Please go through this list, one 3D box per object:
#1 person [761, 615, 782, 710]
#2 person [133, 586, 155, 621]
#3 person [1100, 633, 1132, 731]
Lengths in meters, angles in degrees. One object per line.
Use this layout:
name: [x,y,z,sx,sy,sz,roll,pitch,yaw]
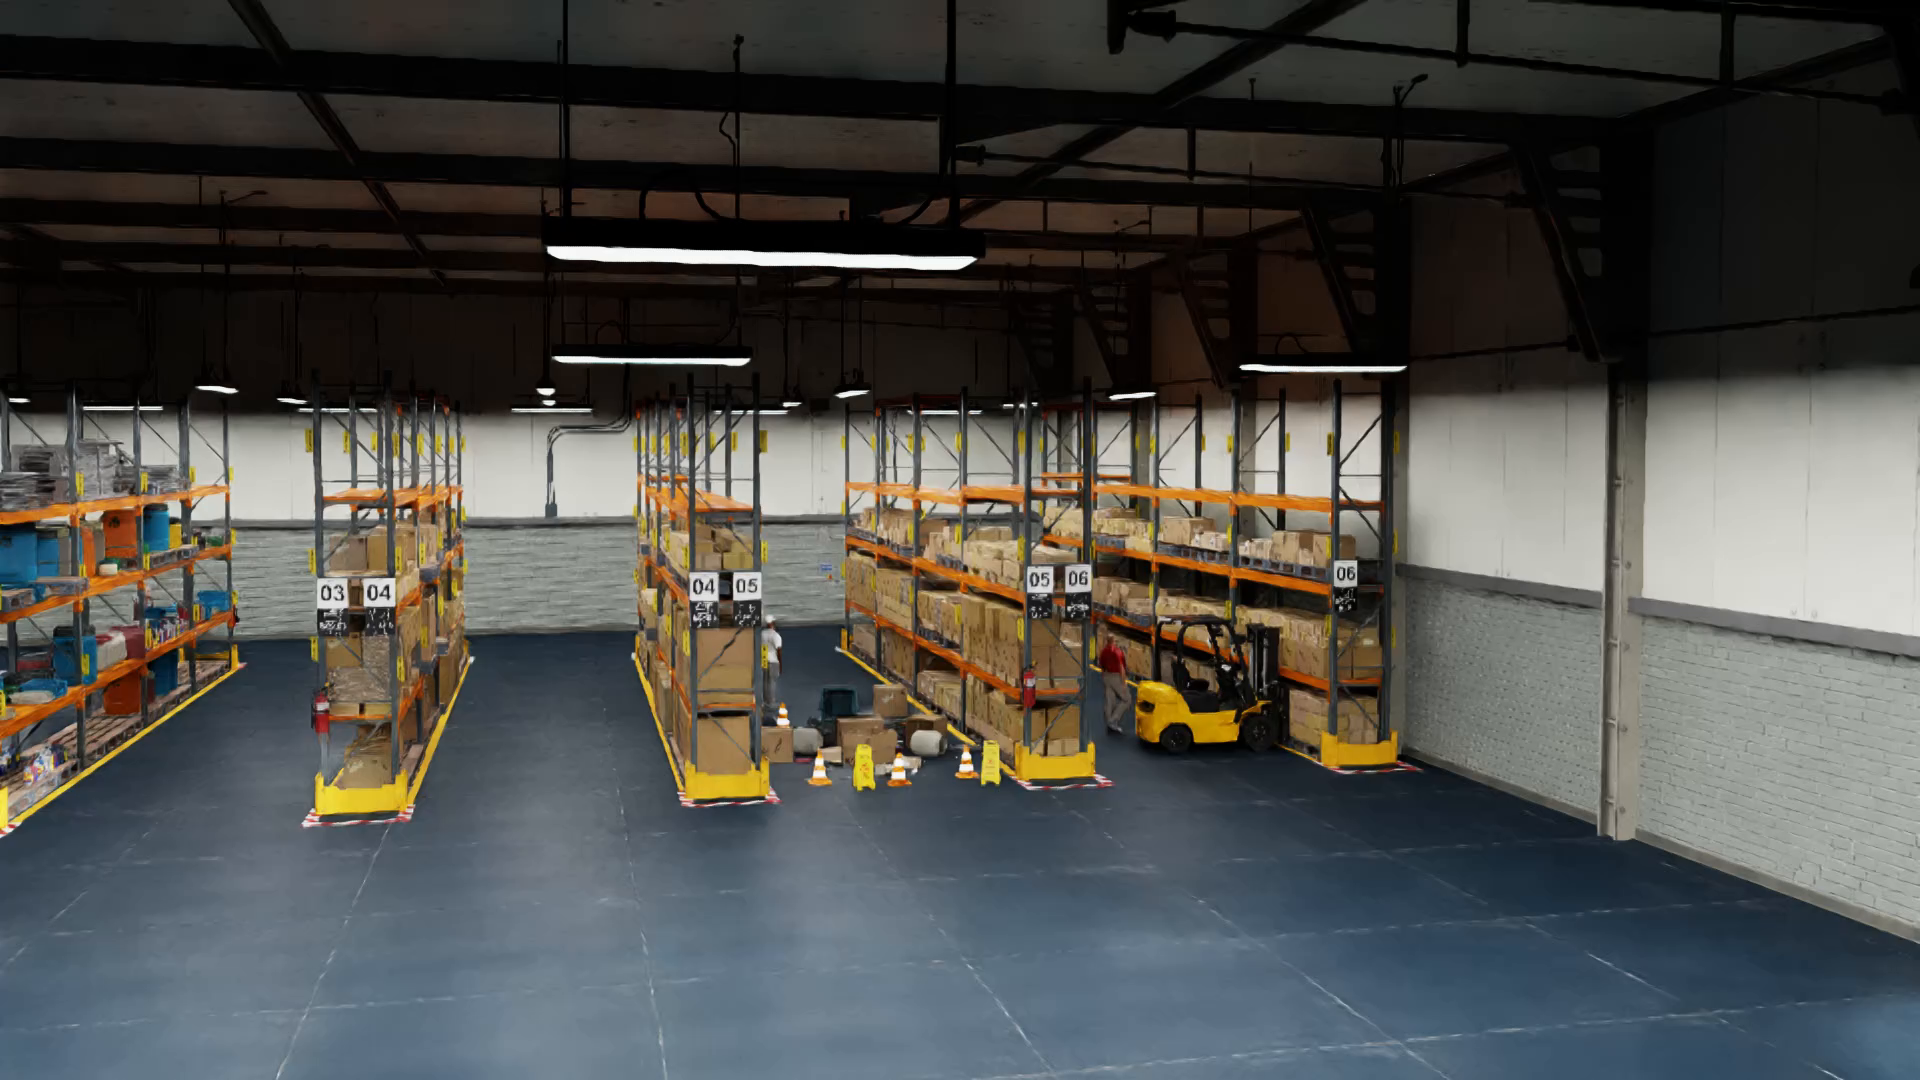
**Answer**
person: [-3.535,2.294,31.377,0.447,1.762,0.632,-3,5,-45]
person: [-18.506,1.914,37.869,0.577,1.770,0.765,1,4,23]
person: [2.662,2.474,28.836,0.462,1.723,0.589,-3,5,-43]
